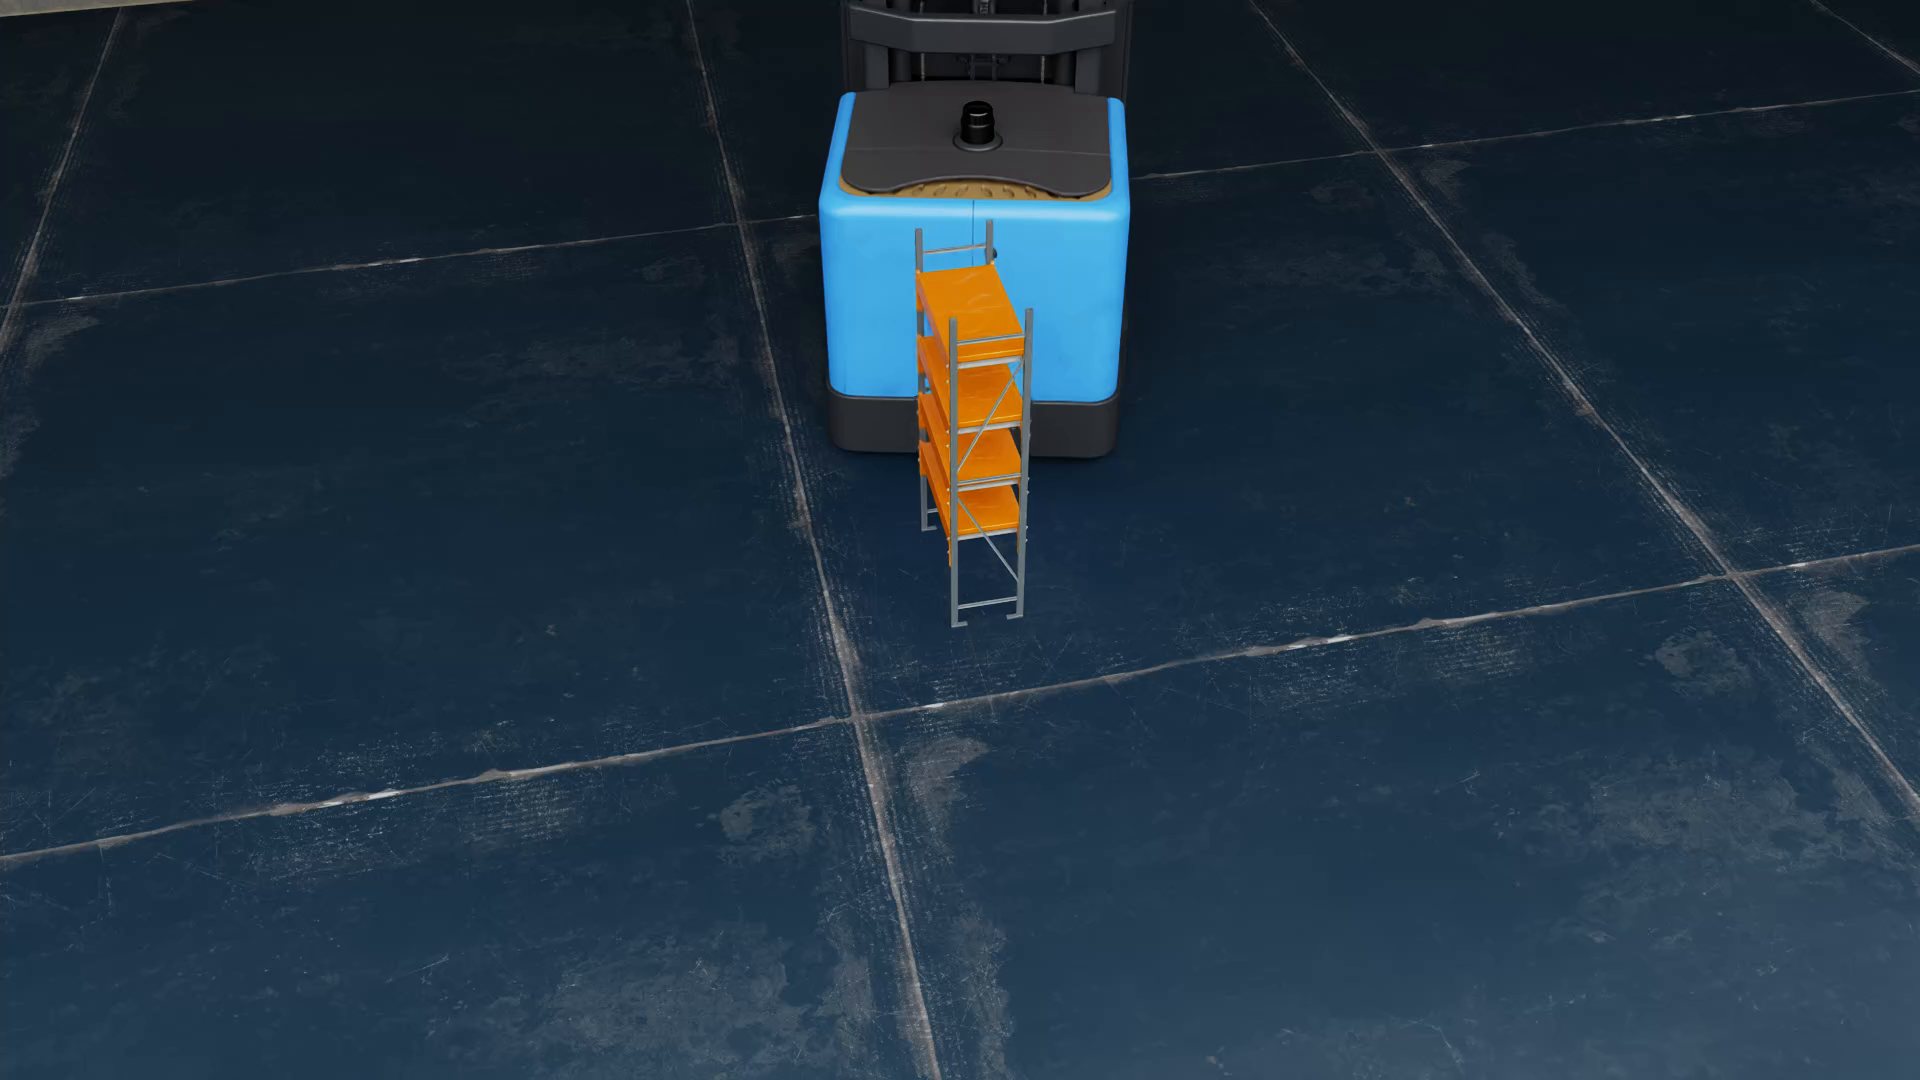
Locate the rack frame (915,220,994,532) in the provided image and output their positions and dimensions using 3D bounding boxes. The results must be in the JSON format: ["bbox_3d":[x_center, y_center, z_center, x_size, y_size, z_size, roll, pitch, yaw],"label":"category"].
[{"bbox_3d":[-0.017,-0.500,5.409,0.240,1.200,0.015,-8,42,-9],"label":"rack frame"}]

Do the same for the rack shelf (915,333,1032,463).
[{"bbox_3d":[0.036,-0.458,5.127,0.258,0.148,0.480,-8,42,-9],"label":"rack shelf"}]

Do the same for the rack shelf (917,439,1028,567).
[{"bbox_3d":[0.036,-0.143,5.407,0.258,0.148,0.480,-8,42,-9],"label":"rack shelf"}]

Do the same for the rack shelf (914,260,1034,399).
[{"bbox_3d":[0.036,-0.635,4.970,0.258,0.148,0.480,-8,42,-9],"label":"rack shelf"}]

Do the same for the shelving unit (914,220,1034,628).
[{"bbox_3d":[0.036,-0.341,5.231,0.258,1.200,0.503,-8,42,-9],"label":"shelving unit"}]

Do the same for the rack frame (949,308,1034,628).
[{"bbox_3d":[0.088,-0.183,5.053,0.240,1.200,0.015,-8,42,-9],"label":"rack frame"}]

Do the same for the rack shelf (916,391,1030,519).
[{"bbox_3d":[0.036,-0.291,5.275,0.258,0.148,0.480,-8,42,-9],"label":"rack shelf"}]

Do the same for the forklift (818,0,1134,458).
[{"bbox_3d":[0.109,-2.354,6.194,1.130,2.935,3.031,2,42,2],"label":"forklift"}]
